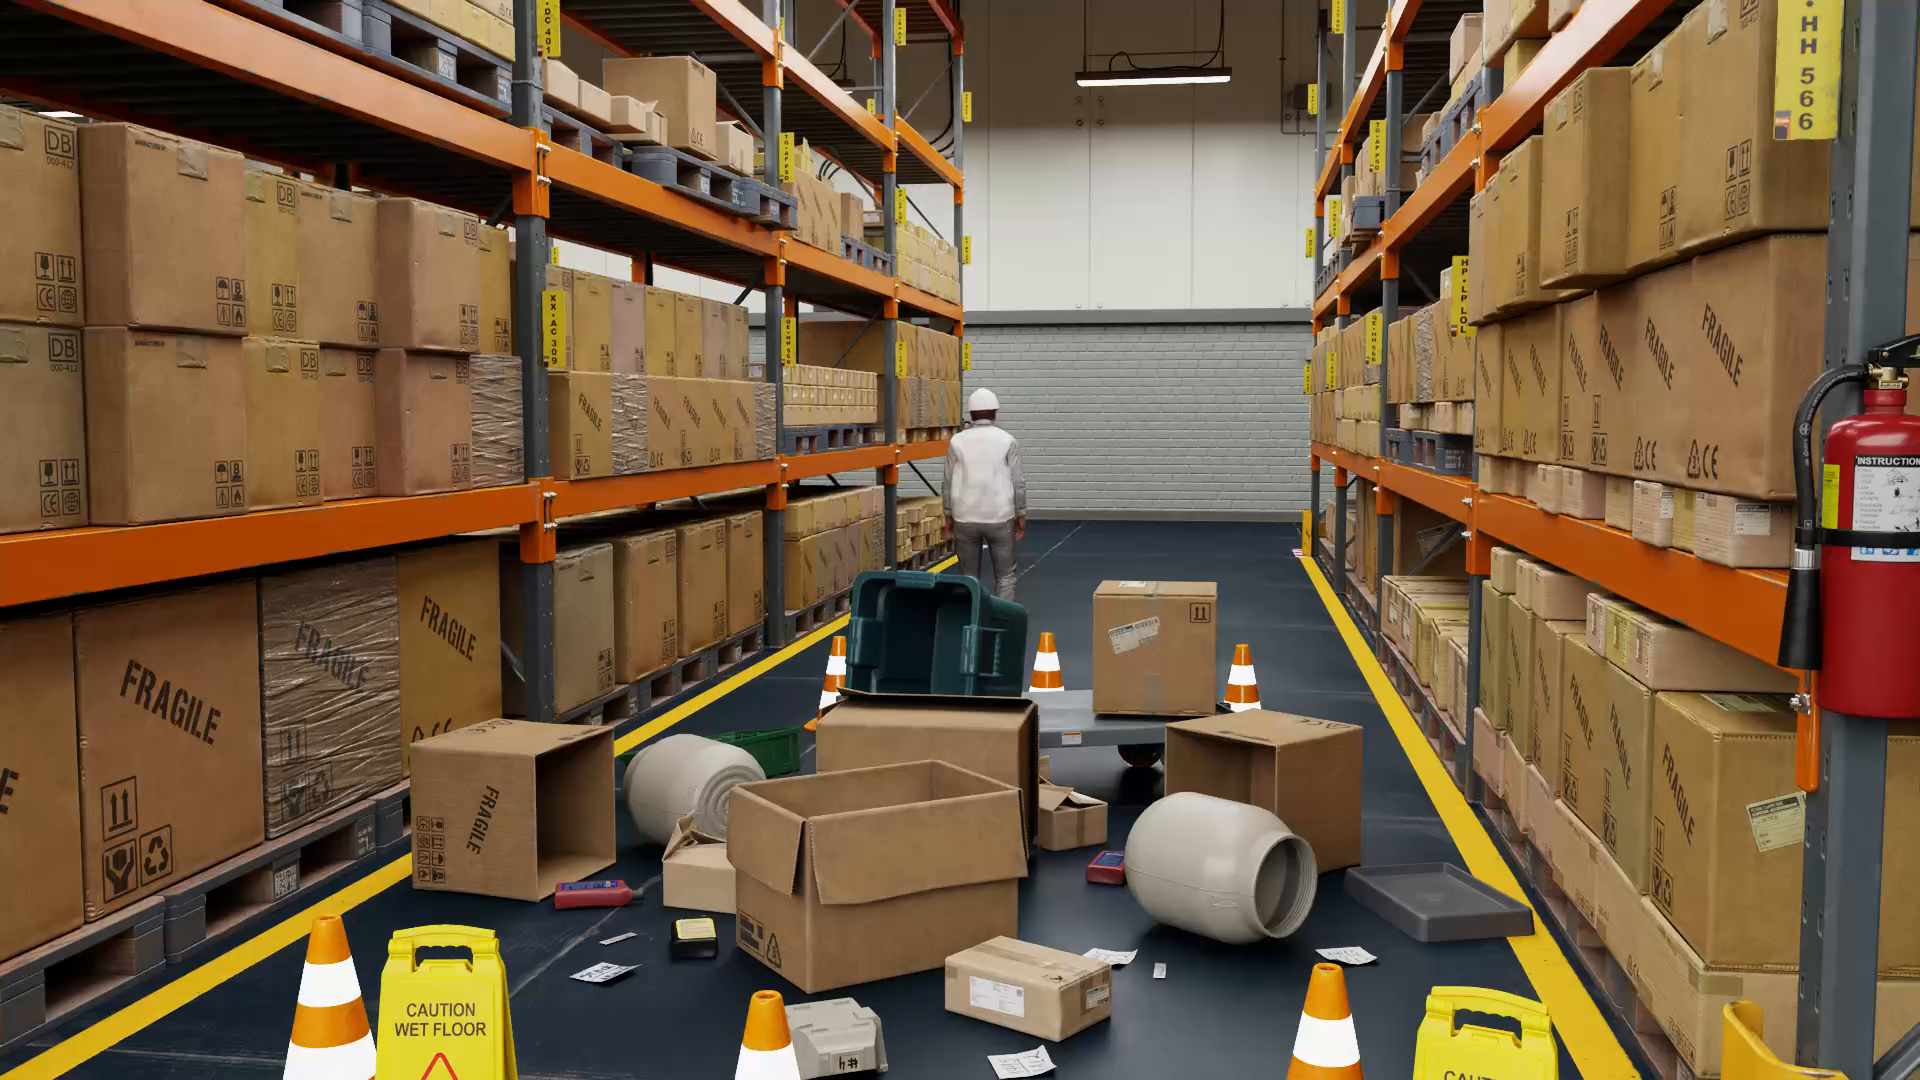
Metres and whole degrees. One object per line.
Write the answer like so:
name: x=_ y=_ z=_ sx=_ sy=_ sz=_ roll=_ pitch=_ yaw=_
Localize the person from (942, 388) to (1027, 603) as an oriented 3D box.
person: x=0.168 y=-0.150 z=11.396 sx=0.580 sy=1.772 sz=0.461 roll=1 pitch=4 yaw=9
